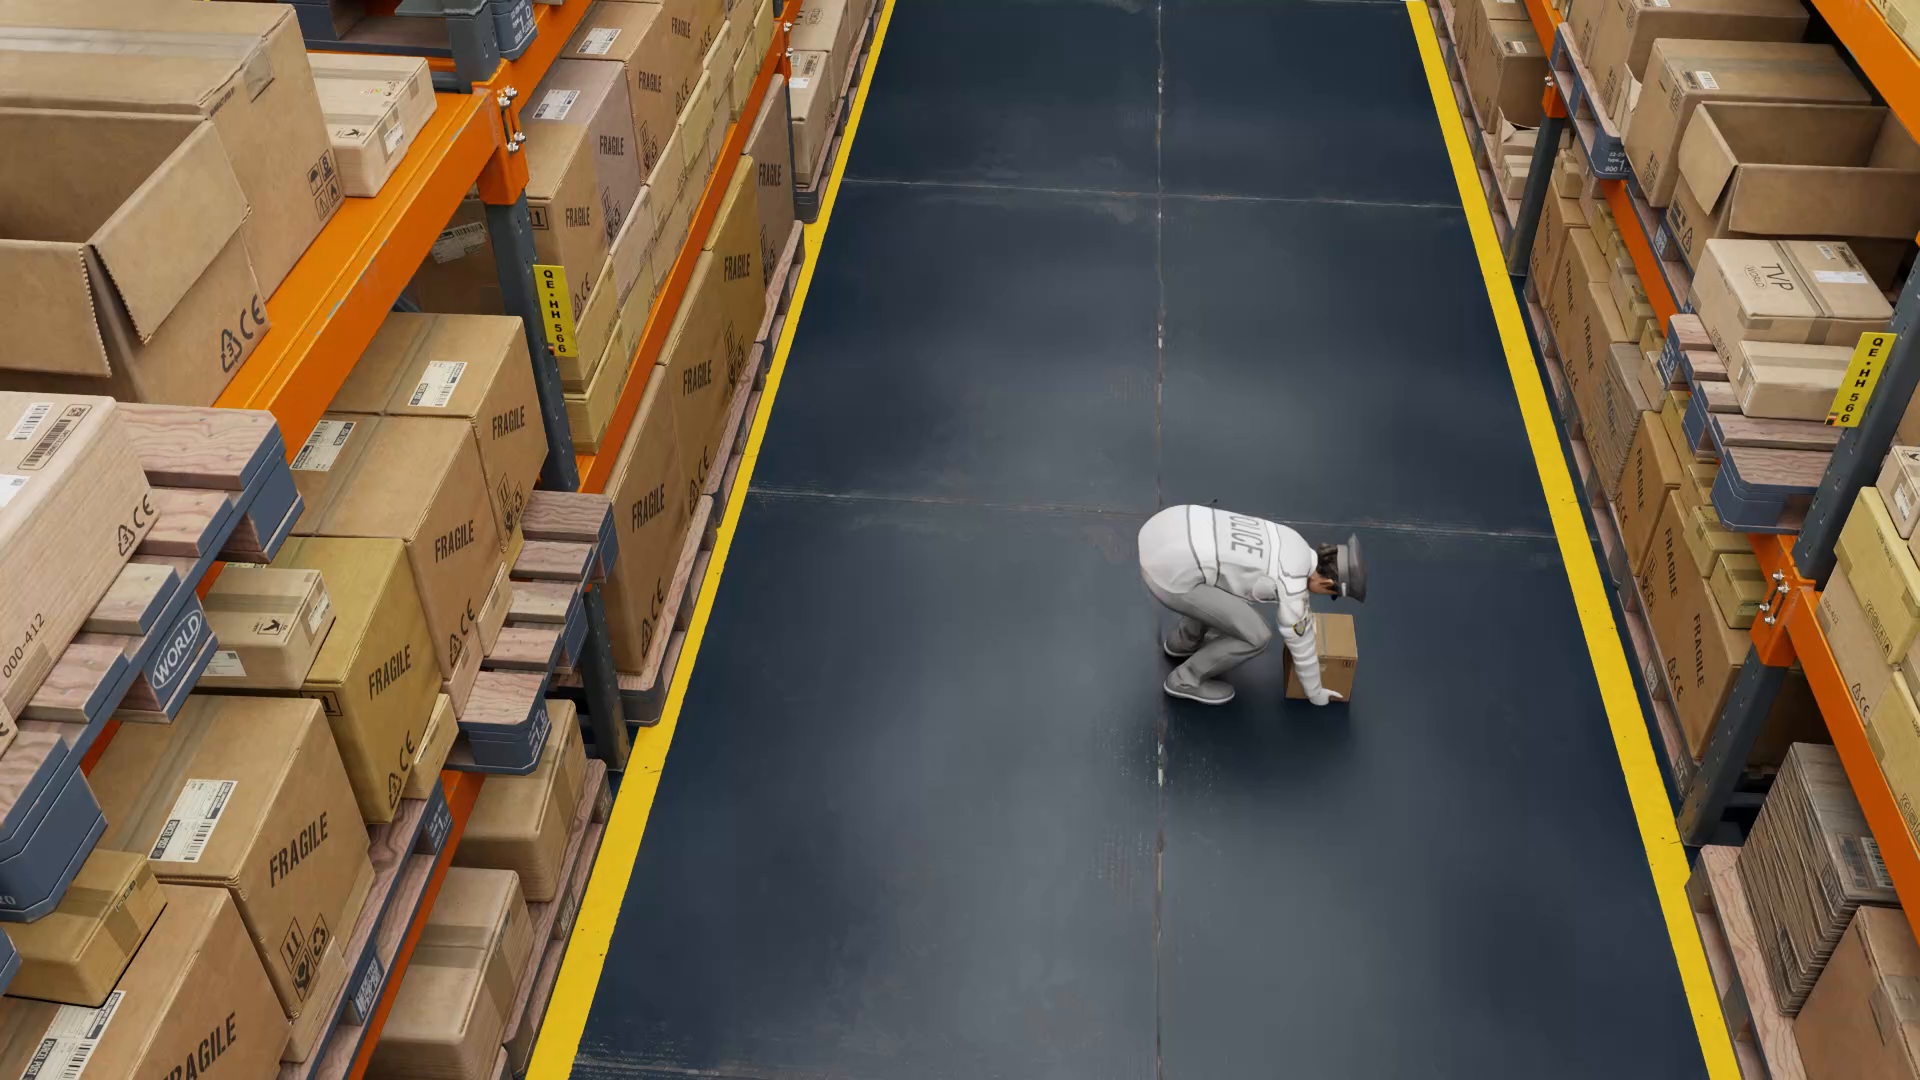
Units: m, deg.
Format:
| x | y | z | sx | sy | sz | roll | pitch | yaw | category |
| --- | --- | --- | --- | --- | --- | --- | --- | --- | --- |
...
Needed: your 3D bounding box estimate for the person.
| x | y | z | sx | sy | sz | roll | pitch | yaw | category |
| --- | --- | --- | --- | --- | --- | --- | --- | --- | --- |
| 1.133 | 0.248 | 6.542 | 0.898 | 0.822 | 0.469 | 2 | 40 | 2 | person |
